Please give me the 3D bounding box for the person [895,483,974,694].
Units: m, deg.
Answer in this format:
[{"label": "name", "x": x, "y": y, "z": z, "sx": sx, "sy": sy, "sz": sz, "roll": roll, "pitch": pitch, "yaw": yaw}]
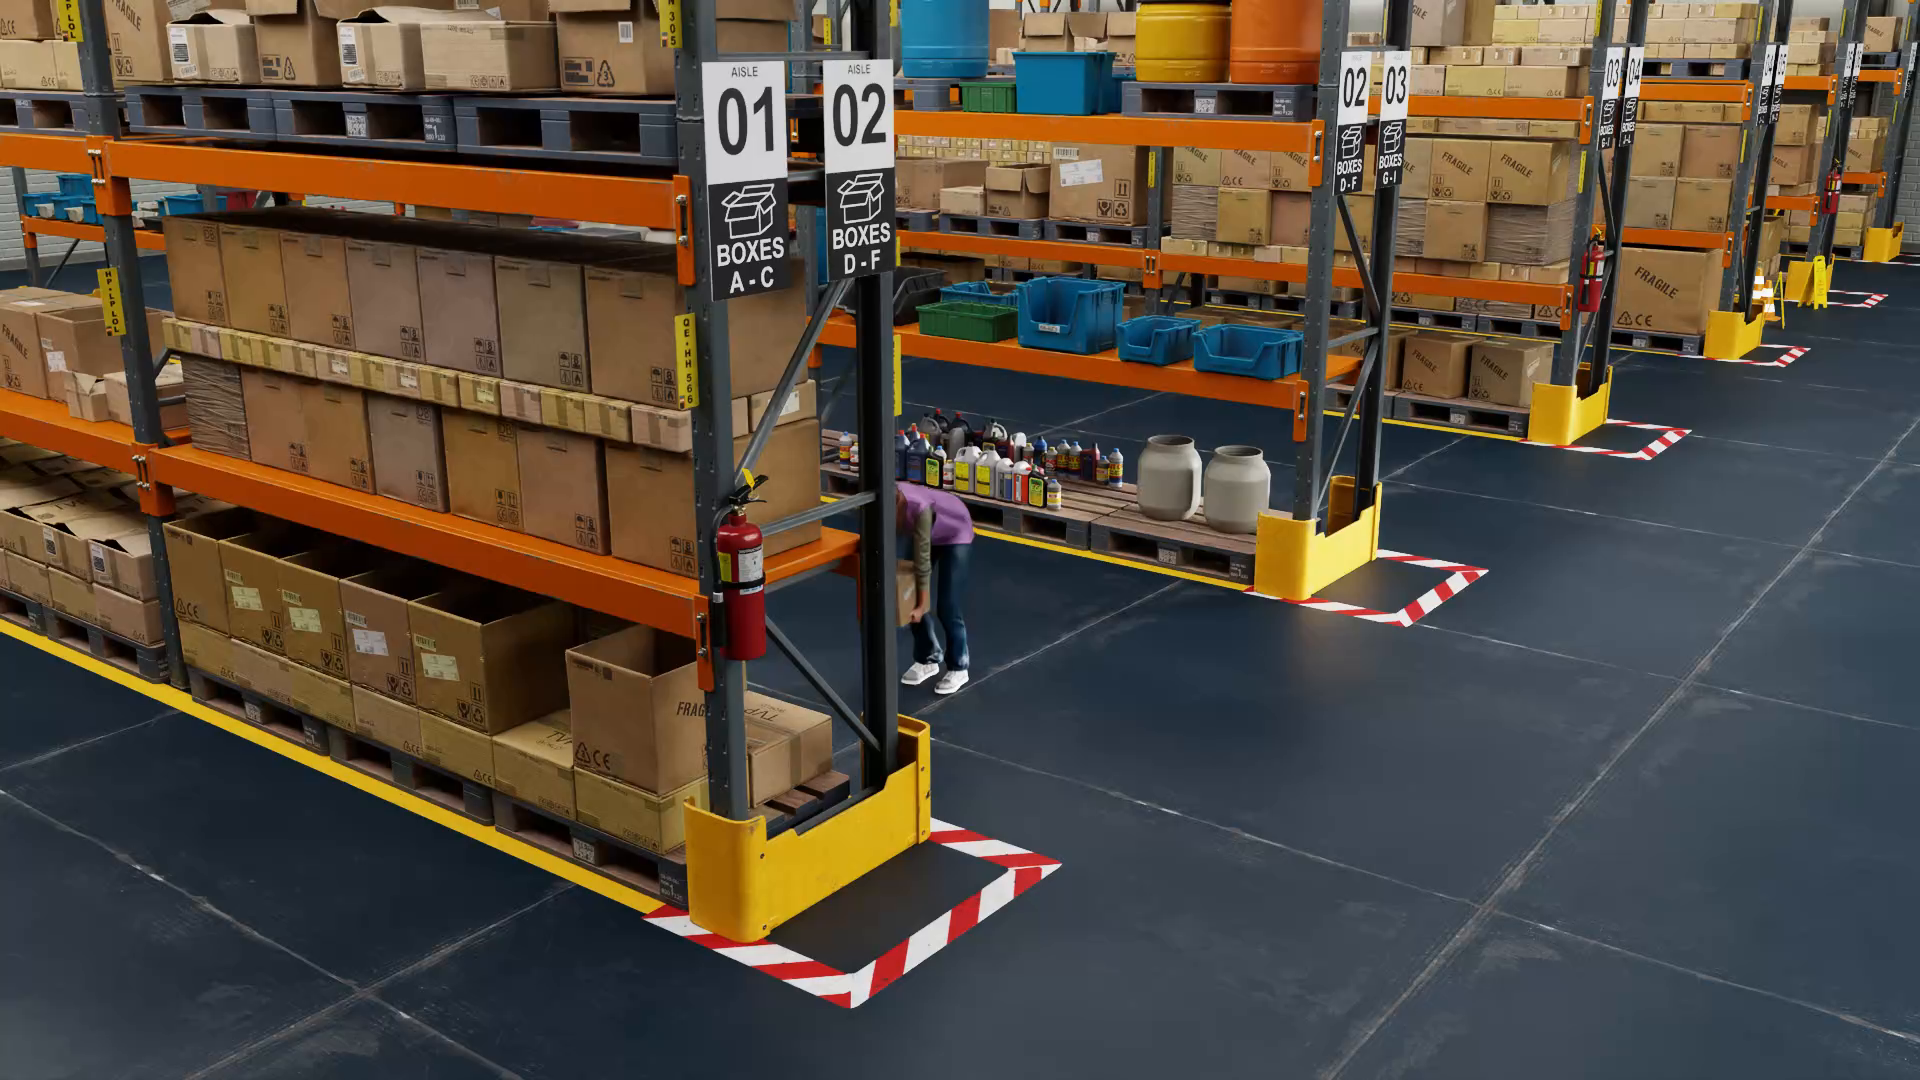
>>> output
[{"label": "person", "x": -0.241, "y": 0.211, "z": 8.472, "sx": 0.380, "sy": 1.248, "sz": 0.810, "roll": 12, "pitch": 20, "yaw": 34}]
